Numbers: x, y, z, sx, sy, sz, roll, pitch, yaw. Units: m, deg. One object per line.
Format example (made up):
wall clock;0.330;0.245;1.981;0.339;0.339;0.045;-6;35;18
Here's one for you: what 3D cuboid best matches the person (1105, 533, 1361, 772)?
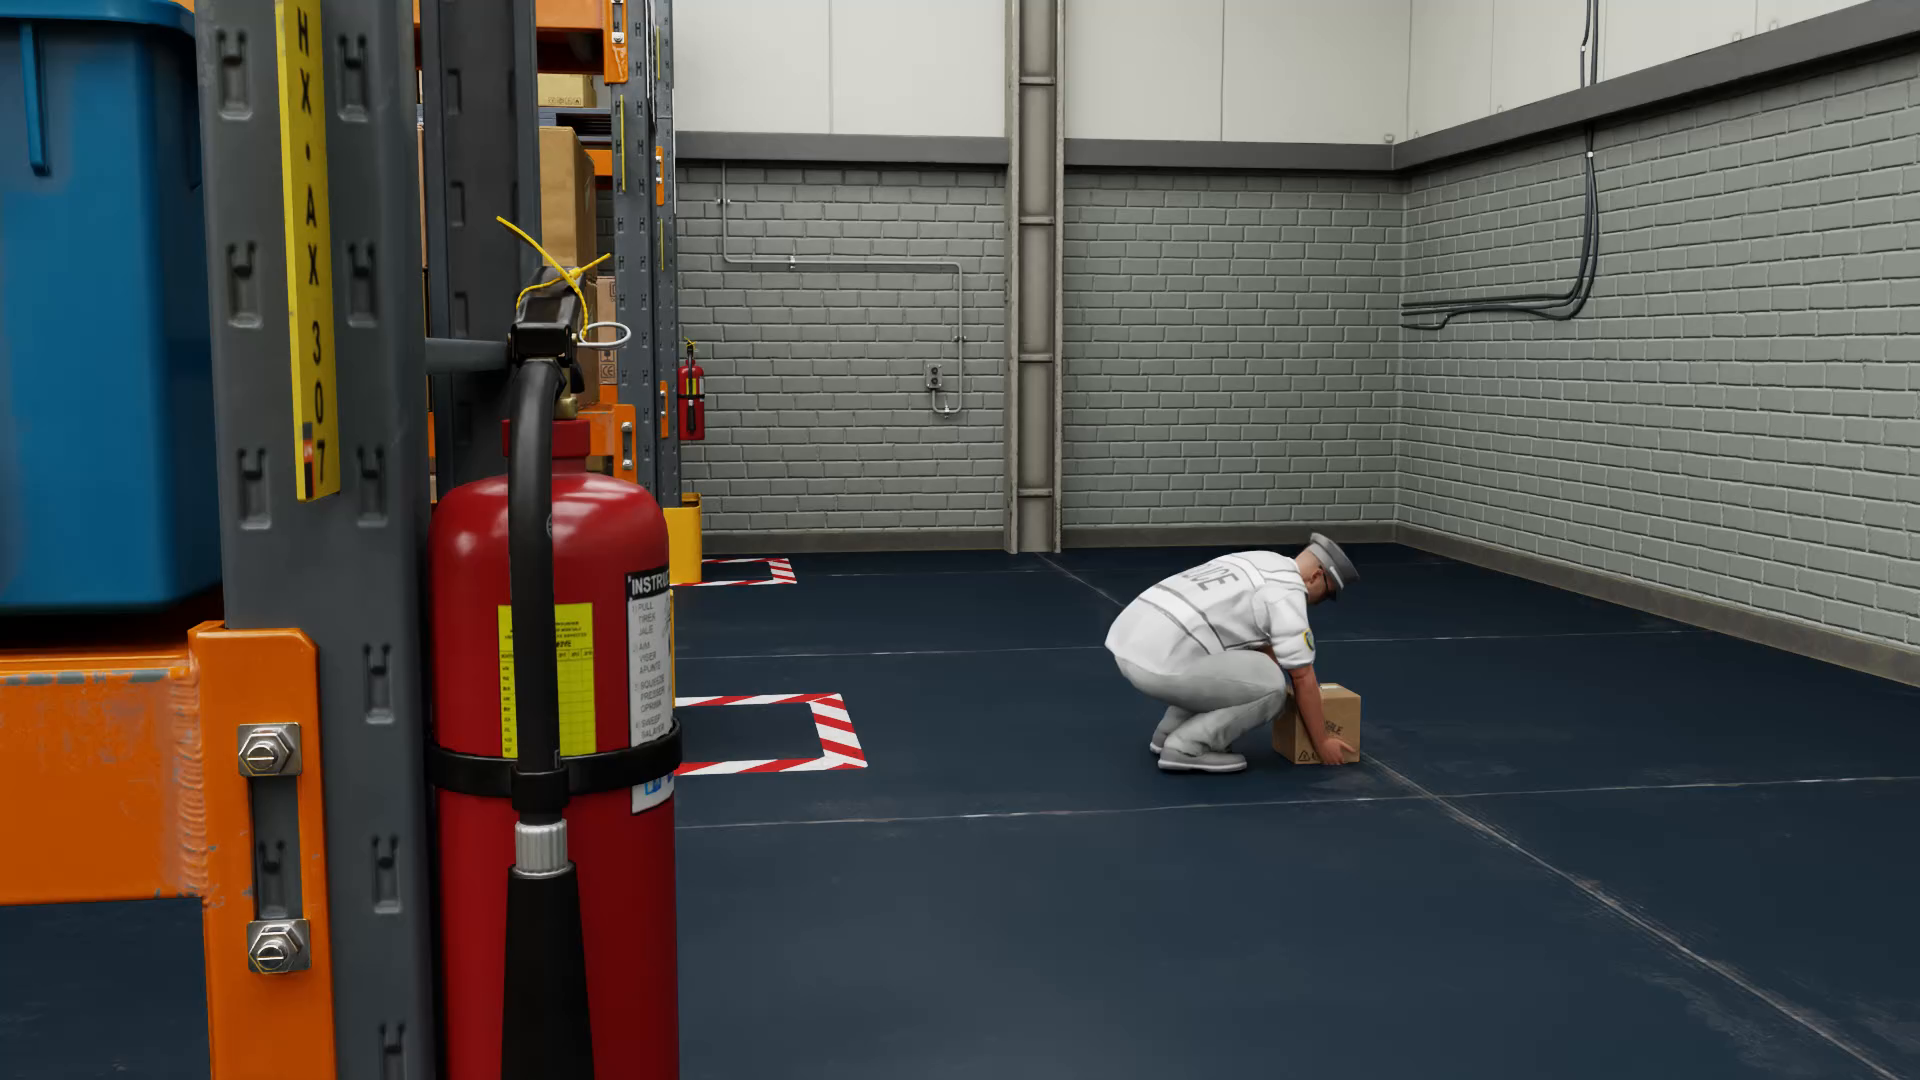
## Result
person;1.031;0.433;6.179;0.974;0.898;0.548;-1;7;-9
